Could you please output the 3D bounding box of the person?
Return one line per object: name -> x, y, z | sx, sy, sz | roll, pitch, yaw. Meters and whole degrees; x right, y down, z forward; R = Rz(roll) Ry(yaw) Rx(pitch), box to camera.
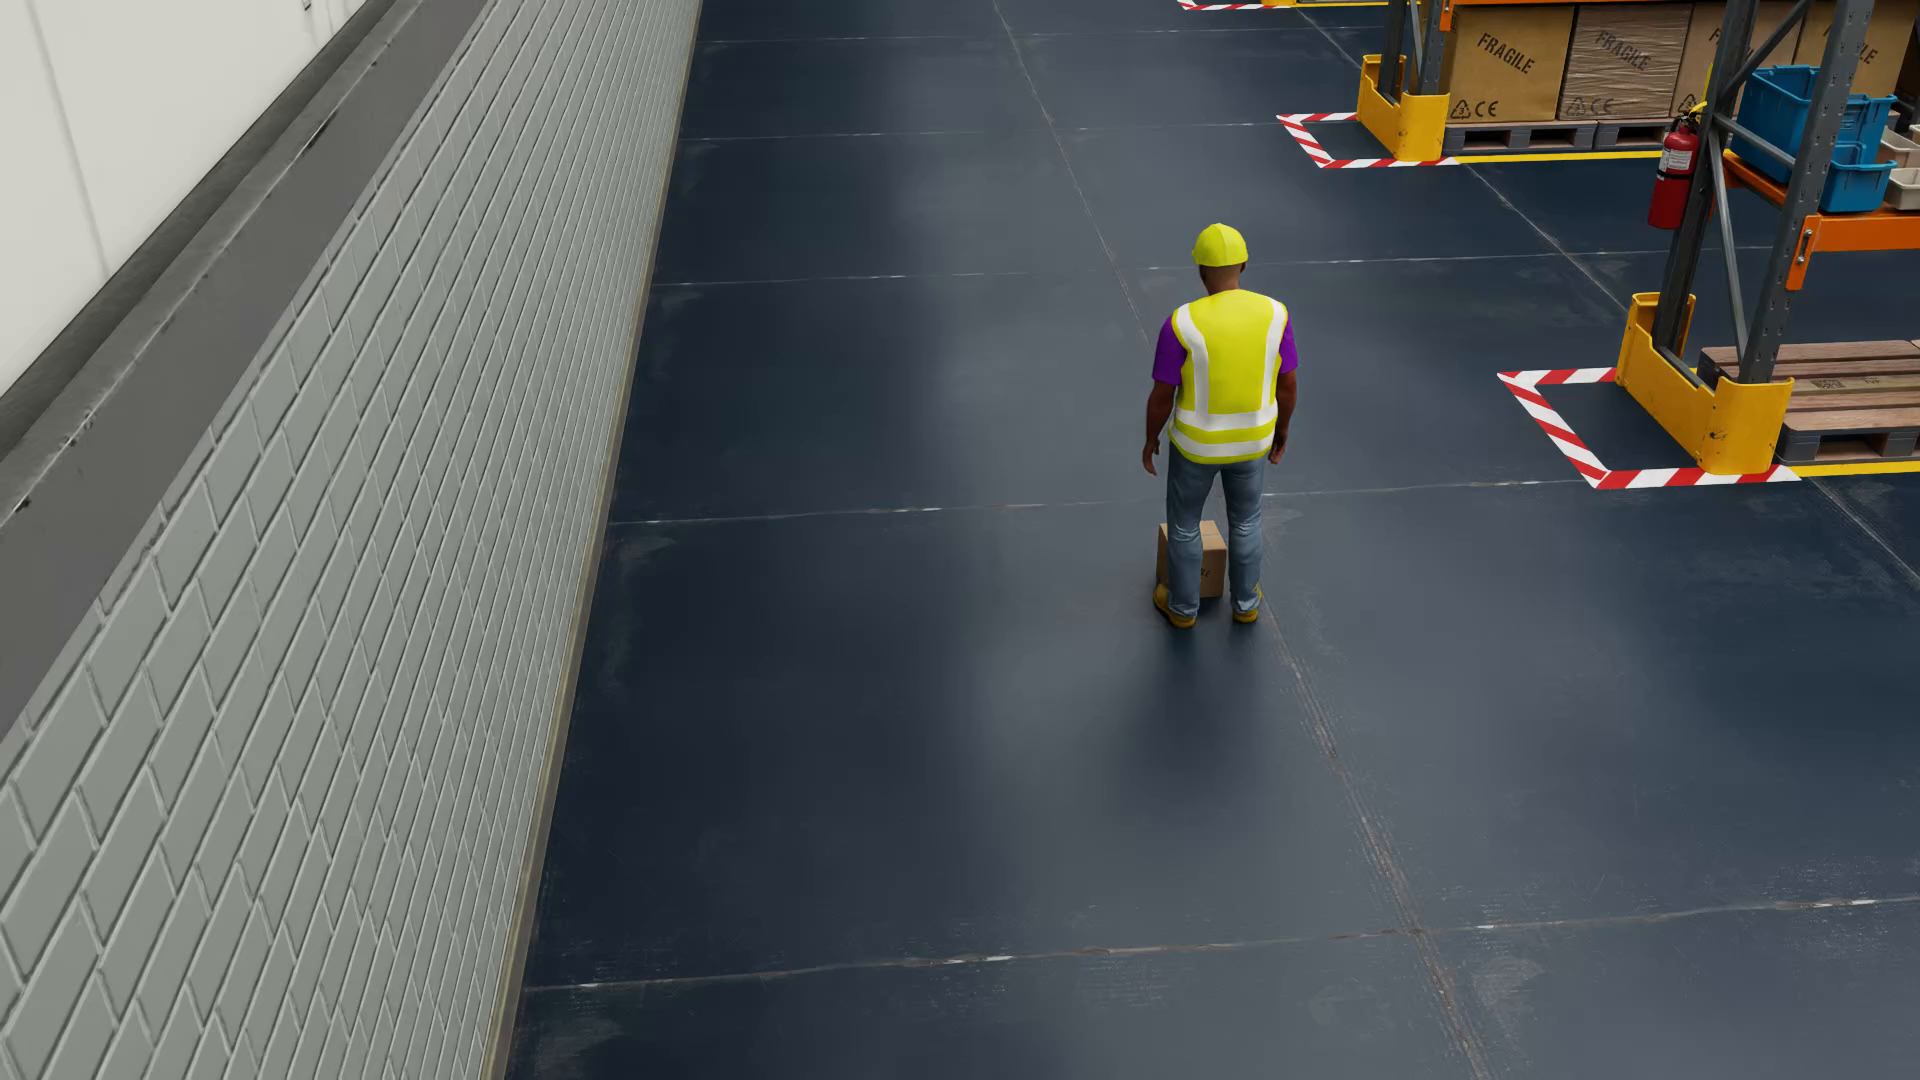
person -> 1.057, -0.438, 6.848 | 0.632, 1.759, 0.461 | -5, 31, -8
